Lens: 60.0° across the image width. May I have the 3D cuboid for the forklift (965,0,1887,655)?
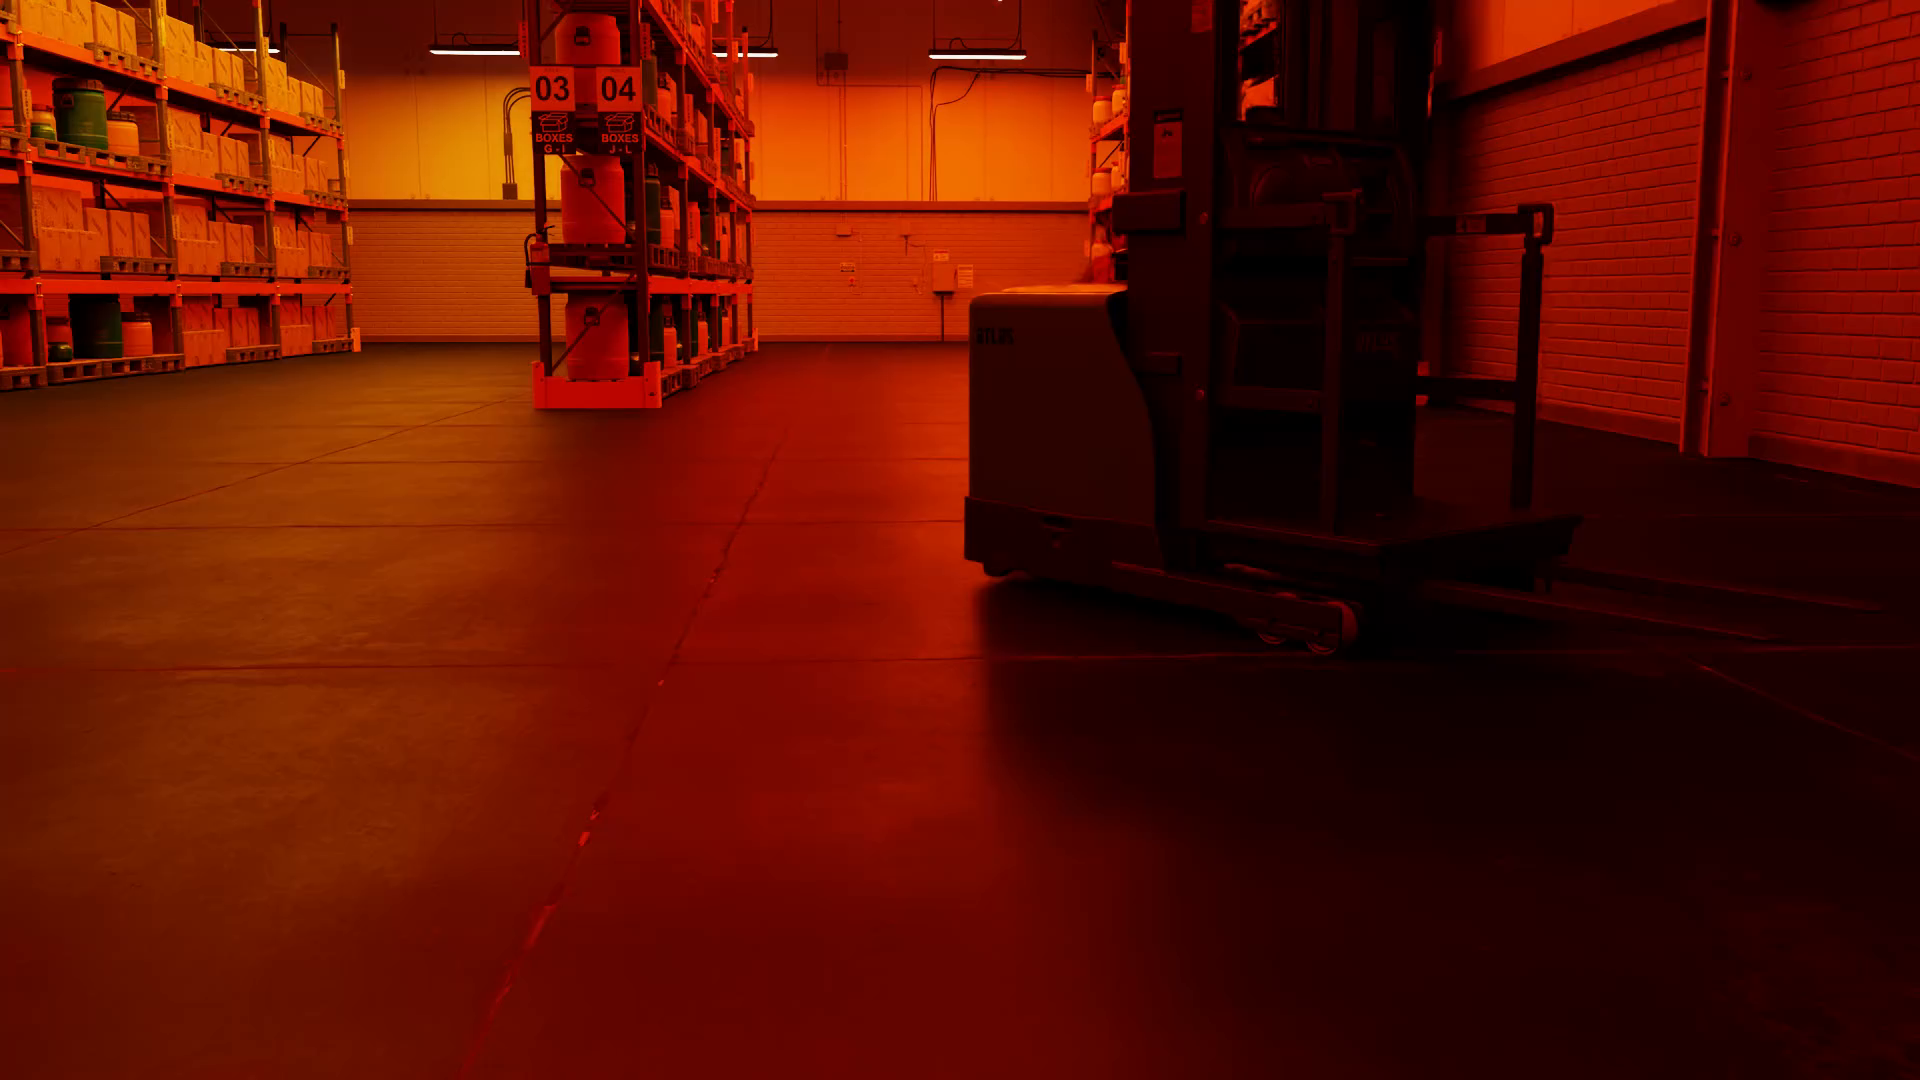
[{"bbox_3d":[1.328,-1.186,5.318,1.130,2.935,3.031,-7,11,-38],"label":"forklift"}]

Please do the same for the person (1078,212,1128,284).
[{"bbox_3d":[0.706,-0.715,7.242,0.814,1.476,0.613,4,9,26],"label":"person"}]
